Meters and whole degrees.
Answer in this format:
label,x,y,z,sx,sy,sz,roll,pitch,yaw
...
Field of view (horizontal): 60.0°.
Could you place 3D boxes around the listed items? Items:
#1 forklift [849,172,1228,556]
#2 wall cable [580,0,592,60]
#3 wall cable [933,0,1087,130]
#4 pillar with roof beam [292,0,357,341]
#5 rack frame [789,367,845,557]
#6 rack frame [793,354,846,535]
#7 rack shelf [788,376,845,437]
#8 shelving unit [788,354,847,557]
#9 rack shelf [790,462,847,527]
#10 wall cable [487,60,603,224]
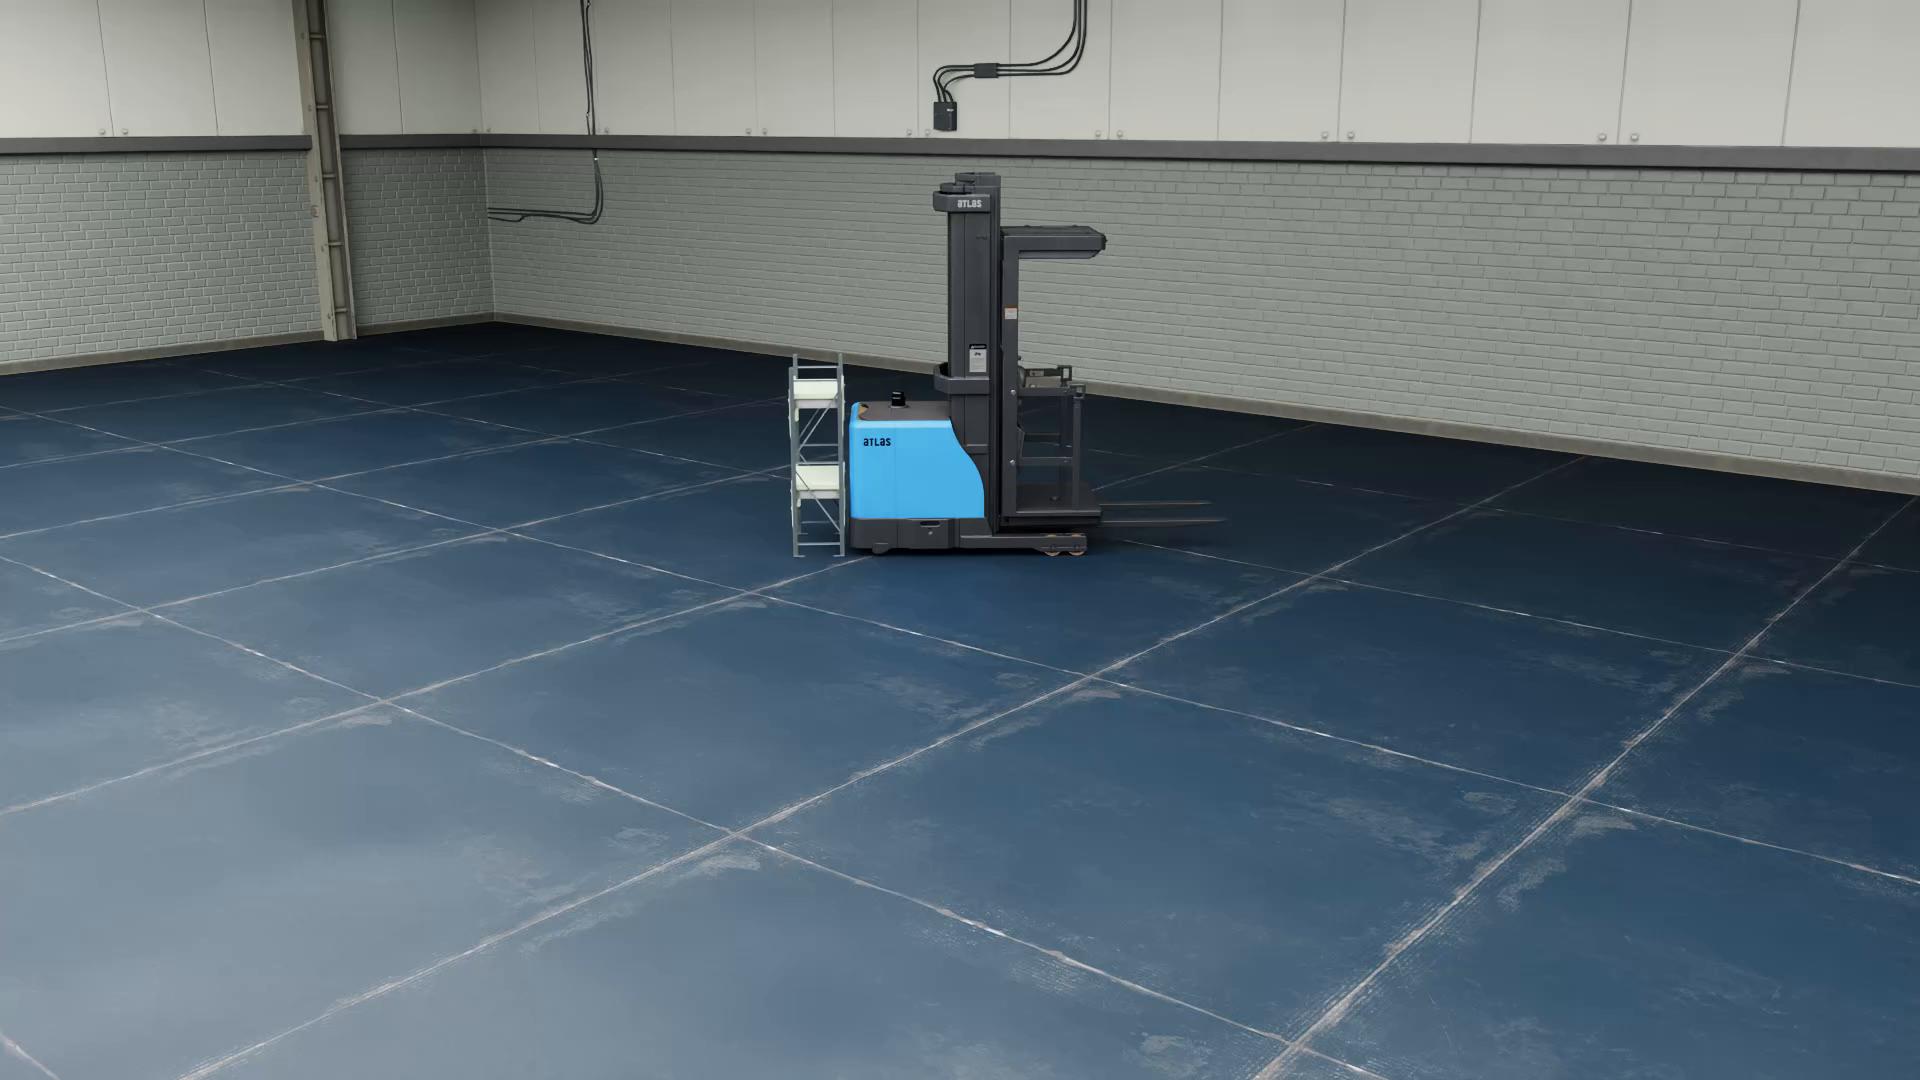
label,x,y,z,sx,sy,sz,roll,pitch,yaw
forklift,0.622,-1.427,13.286,3.031,2.935,1.130,-1,14,-2
wall cable,-4.693,-8.383,24.395,3.097,2.526,0.112,11,18,38
wall cable,0.577,-8.035,20.068,2.305,6.003,0.169,11,18,38
pillar with roof beam,-6.329,-6.833,22.244,9.100,9.000,0.400,11,18,38
rack frame,-1.110,-0.596,12.922,0.400,1.500,0.023,-1,14,-3
rack frame,-1.150,-0.776,13.631,0.400,1.500,0.023,-1,14,-3
rack shelf,-1.130,-1.064,13.180,0.431,0.370,0.720,-1,14,-3
shelving unit,-1.130,-0.686,13.277,0.431,1.500,0.755,-1,14,-3
rack shelf,-1.130,-0.370,13.357,0.431,0.370,0.720,-1,14,-3
wall cable,-6.797,-6.354,26.664,3.097,2.526,0.112,11,18,38
